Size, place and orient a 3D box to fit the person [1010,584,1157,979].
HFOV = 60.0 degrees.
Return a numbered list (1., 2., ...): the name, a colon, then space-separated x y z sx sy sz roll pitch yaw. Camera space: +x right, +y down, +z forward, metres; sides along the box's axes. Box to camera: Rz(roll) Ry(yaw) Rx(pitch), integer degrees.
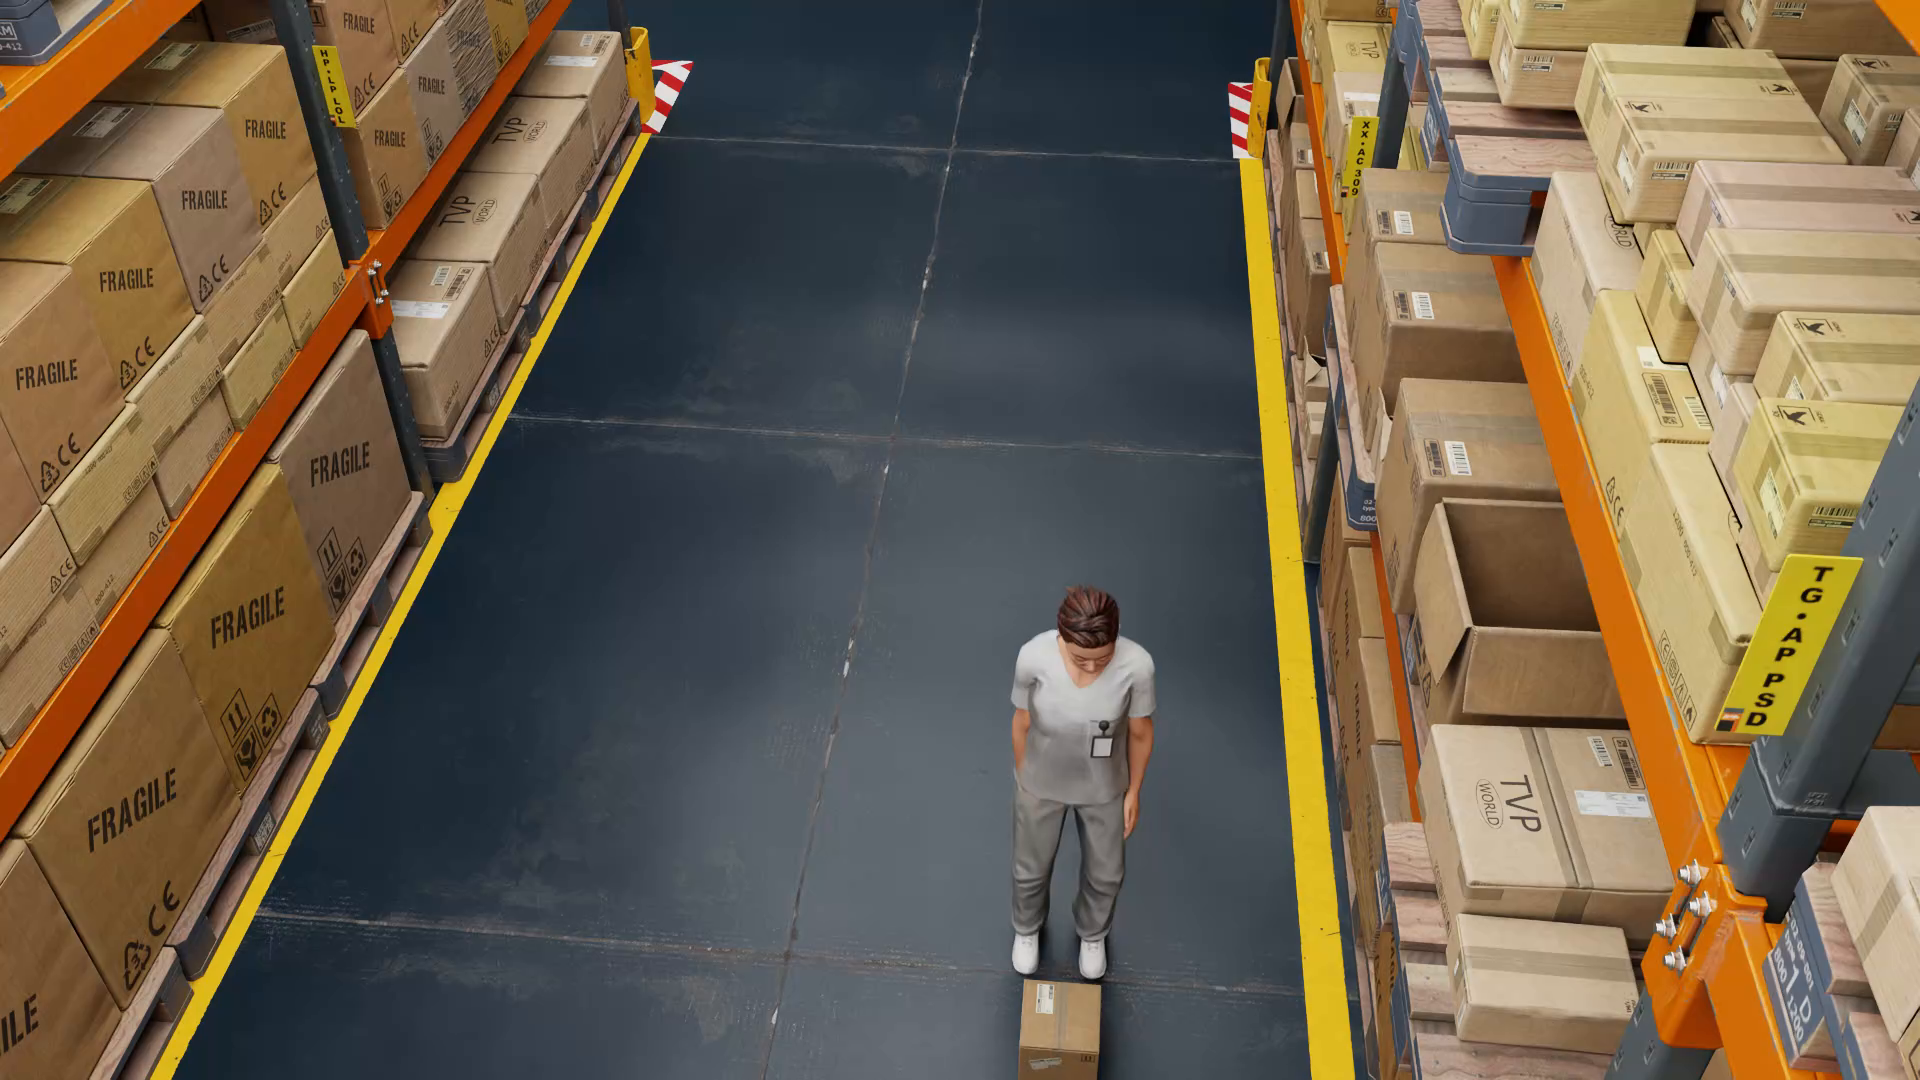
1. person: 0.375 0.775 5.274 0.447 1.641 0.339 3 40 4
